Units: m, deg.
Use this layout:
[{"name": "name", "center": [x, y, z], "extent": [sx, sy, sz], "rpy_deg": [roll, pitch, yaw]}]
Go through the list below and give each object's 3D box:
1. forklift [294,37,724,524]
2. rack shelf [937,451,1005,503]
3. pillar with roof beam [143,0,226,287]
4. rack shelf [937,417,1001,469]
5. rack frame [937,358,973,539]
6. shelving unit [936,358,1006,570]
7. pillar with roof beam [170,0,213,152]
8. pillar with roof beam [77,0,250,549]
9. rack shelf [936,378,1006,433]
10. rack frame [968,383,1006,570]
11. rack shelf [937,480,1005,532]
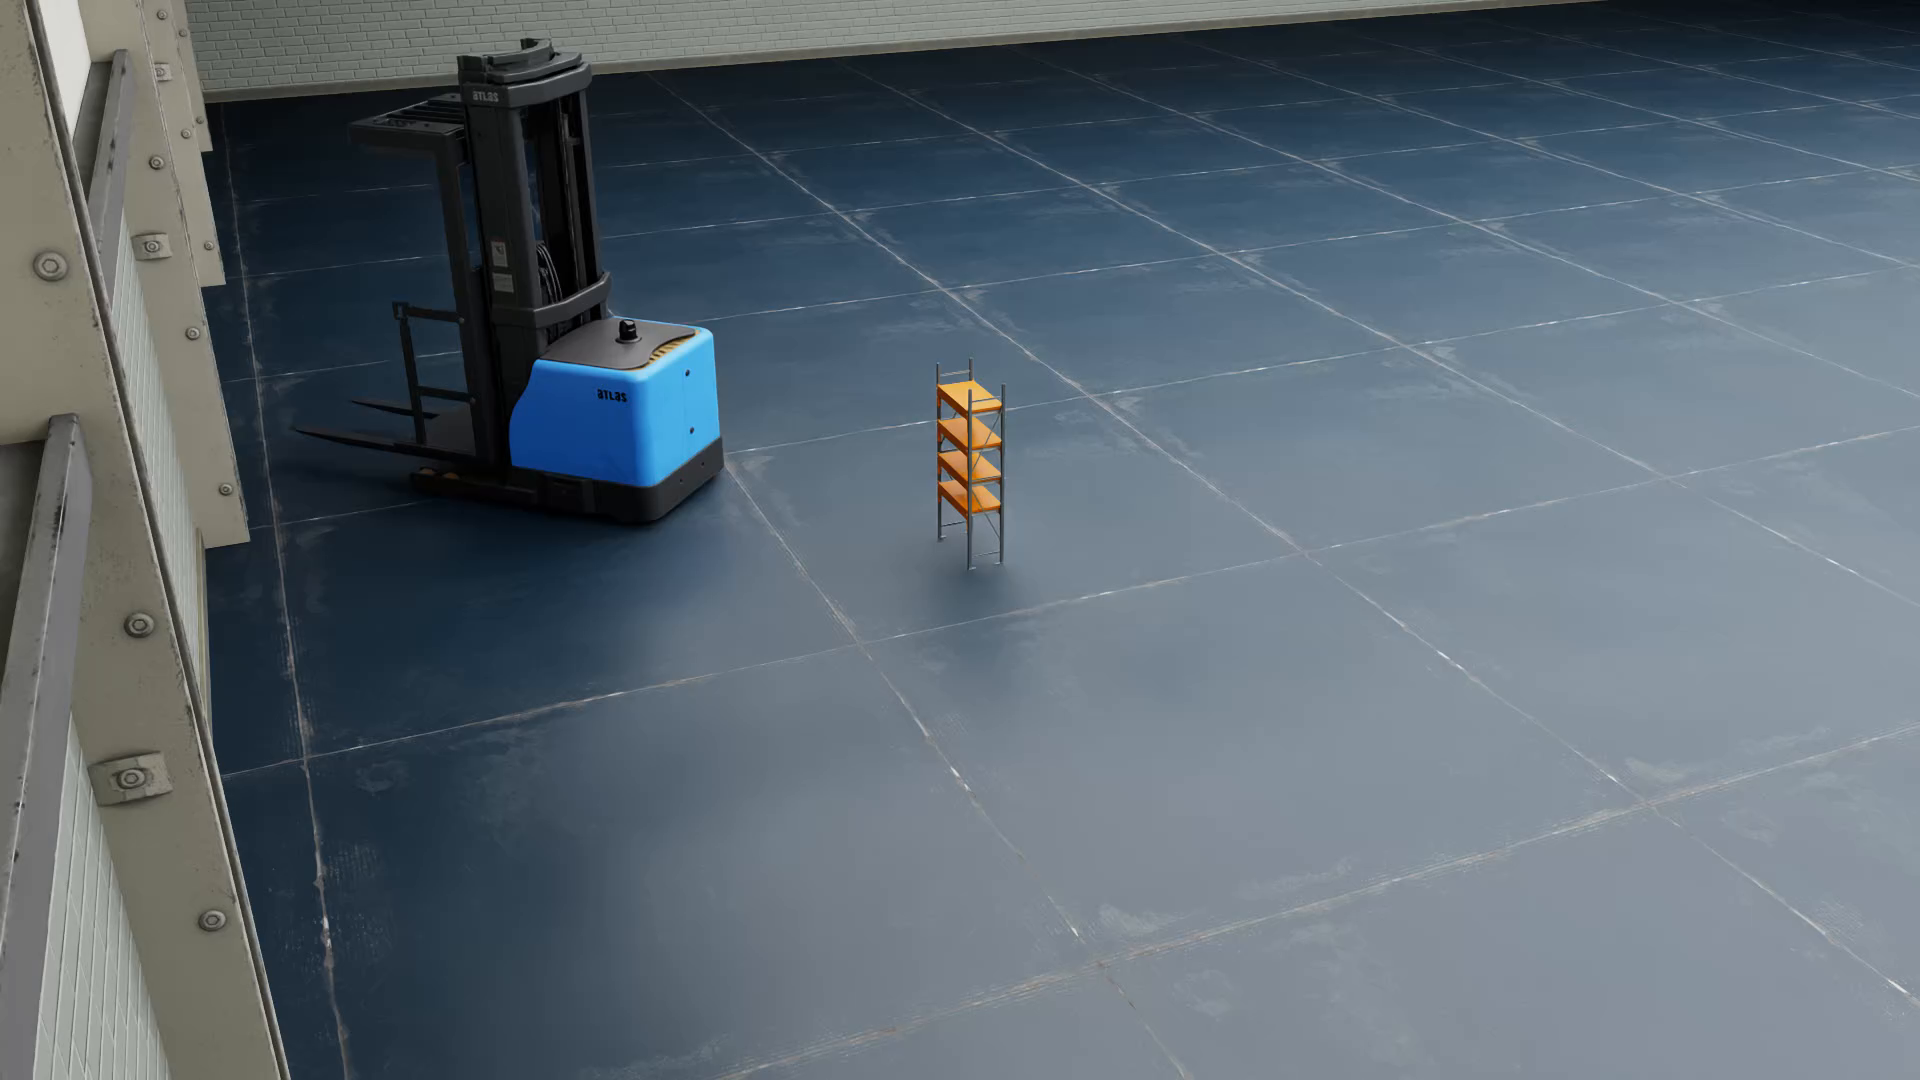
[{"name": "forklift", "center": [-3.223, -1.811, 11.119], "extent": [3.031, 2.935, 1.130], "rpy_deg": [9, 28, 18]}, {"name": "rack shelf", "center": [0.065, -0.412, 10.379], "extent": [0.258, 0.148, 0.480], "rpy_deg": [-11, 28, -21]}, {"name": "pillar with roof beam", "center": [-3.188, -7.250, 15.343], "extent": [9.100, 9.000, 0.400], "rpy_deg": [-11, 28, -21]}, {"name": "rack shelf", "center": [0.065, -0.613, 10.281], "extent": [0.258, 0.148, 0.480], "rpy_deg": [-11, 28, -21]}, {"name": "rack frame", "center": [-0.031, -0.571, 10.552], "extent": [0.240, 1.200, 0.015], "rpy_deg": [-11, 28, -21]}, {"name": "shelving unit", "center": [0.065, -0.472, 10.350], "extent": [0.258, 1.200, 0.503], "rpy_deg": [-11, 28, -21]}, {"name": "pillar with roof beam", "center": [-5.538, -9.672, 20.304], "extent": [9.100, 9.000, 0.400], "rpy_deg": [-11, 28, -21]}, {"name": "pillar with roof beam", "center": [-0.839, -4.828, 10.382], "extent": [9.100, 9.000, 0.400], "rpy_deg": [-11, 28, -21]}, {"name": "rack shelf", "center": [0.065, -0.825, 10.177], "extent": [0.258, 0.148, 0.480], "rpy_deg": [-11, 28, -21]}, {"name": "rack frame", "center": [0.160, -0.374, 10.148], "extent": [0.240, 1.200, 0.015], "rpy_deg": [-11, 28, -21]}, {"name": "rack shelf", "center": [0.065, -0.233, 10.467], "extent": [0.258, 0.148, 0.480], "rpy_deg": [-11, 28, -21]}]
